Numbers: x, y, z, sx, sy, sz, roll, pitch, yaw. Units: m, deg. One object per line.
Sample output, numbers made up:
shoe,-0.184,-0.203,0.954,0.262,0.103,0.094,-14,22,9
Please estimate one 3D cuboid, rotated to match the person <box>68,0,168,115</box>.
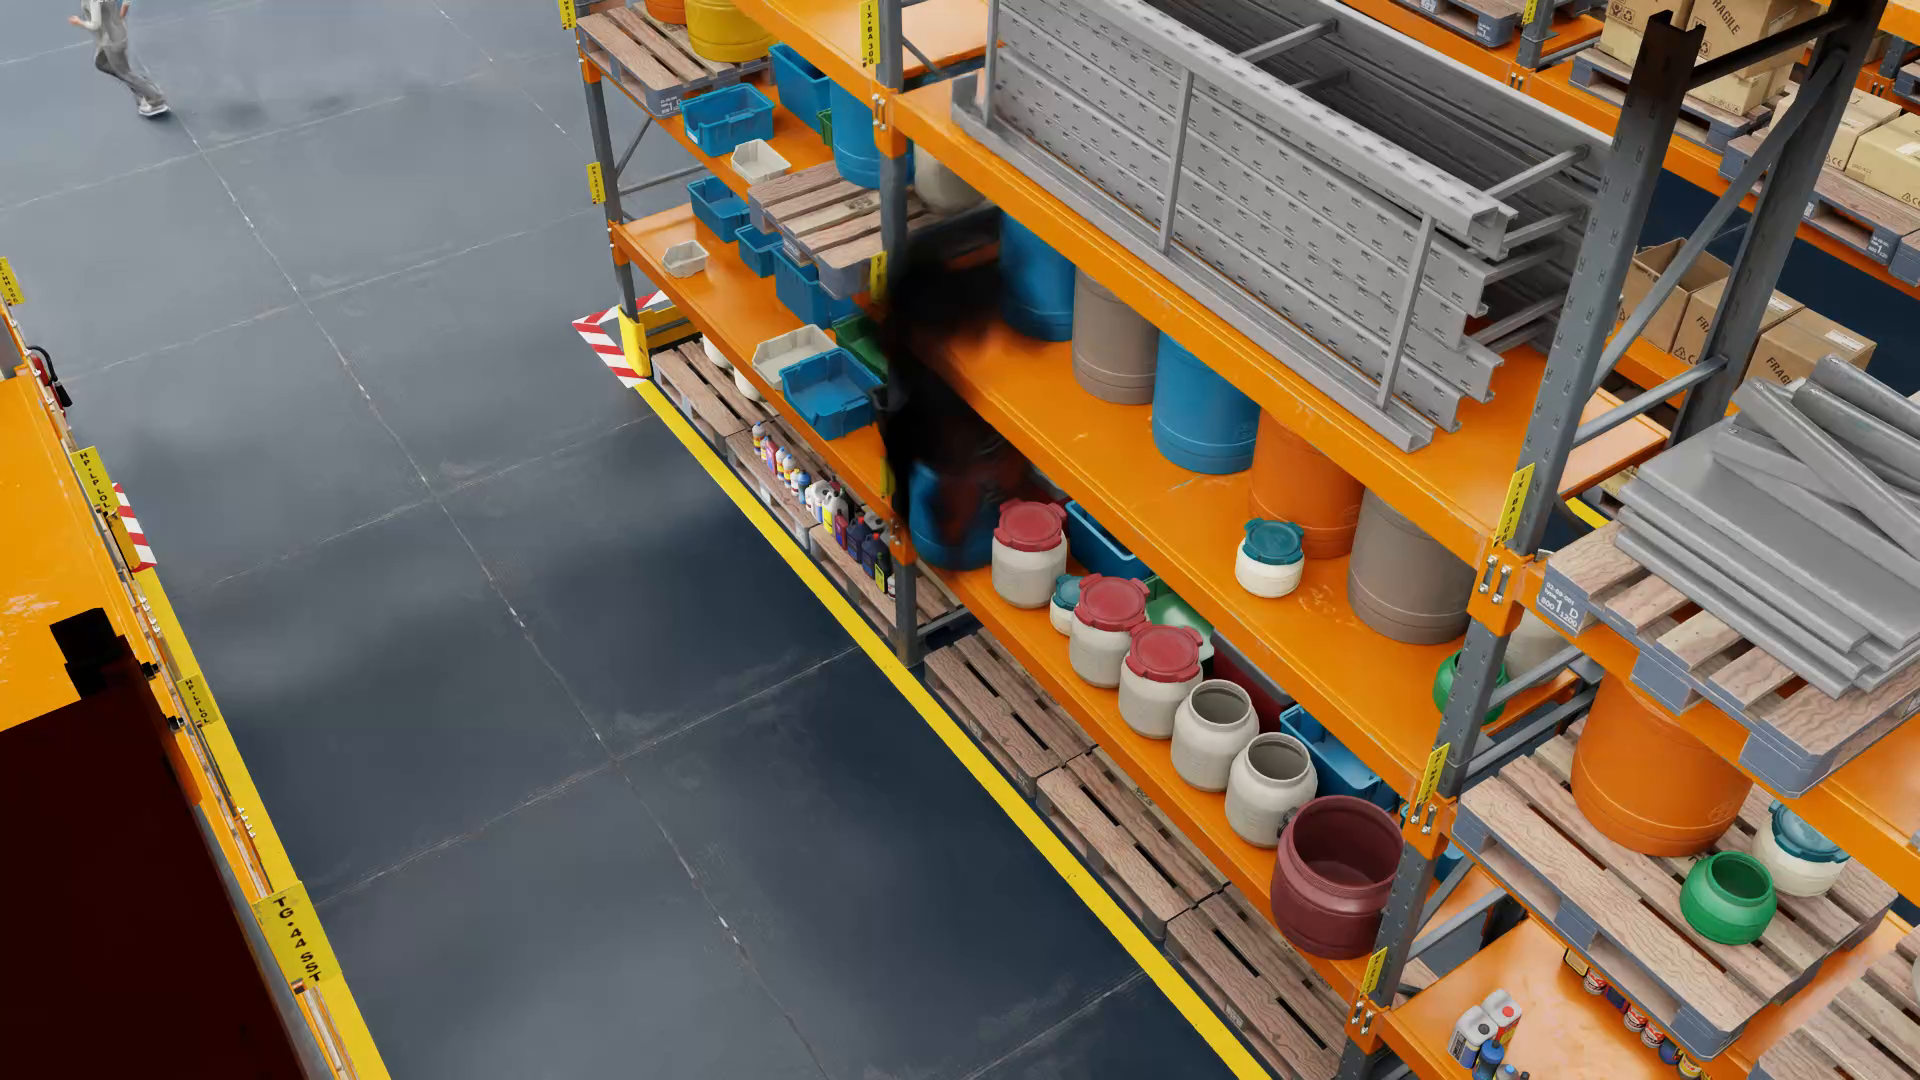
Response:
person,-8.050,-4.753,15.748,0.609,1.566,0.513,-7,43,-7
